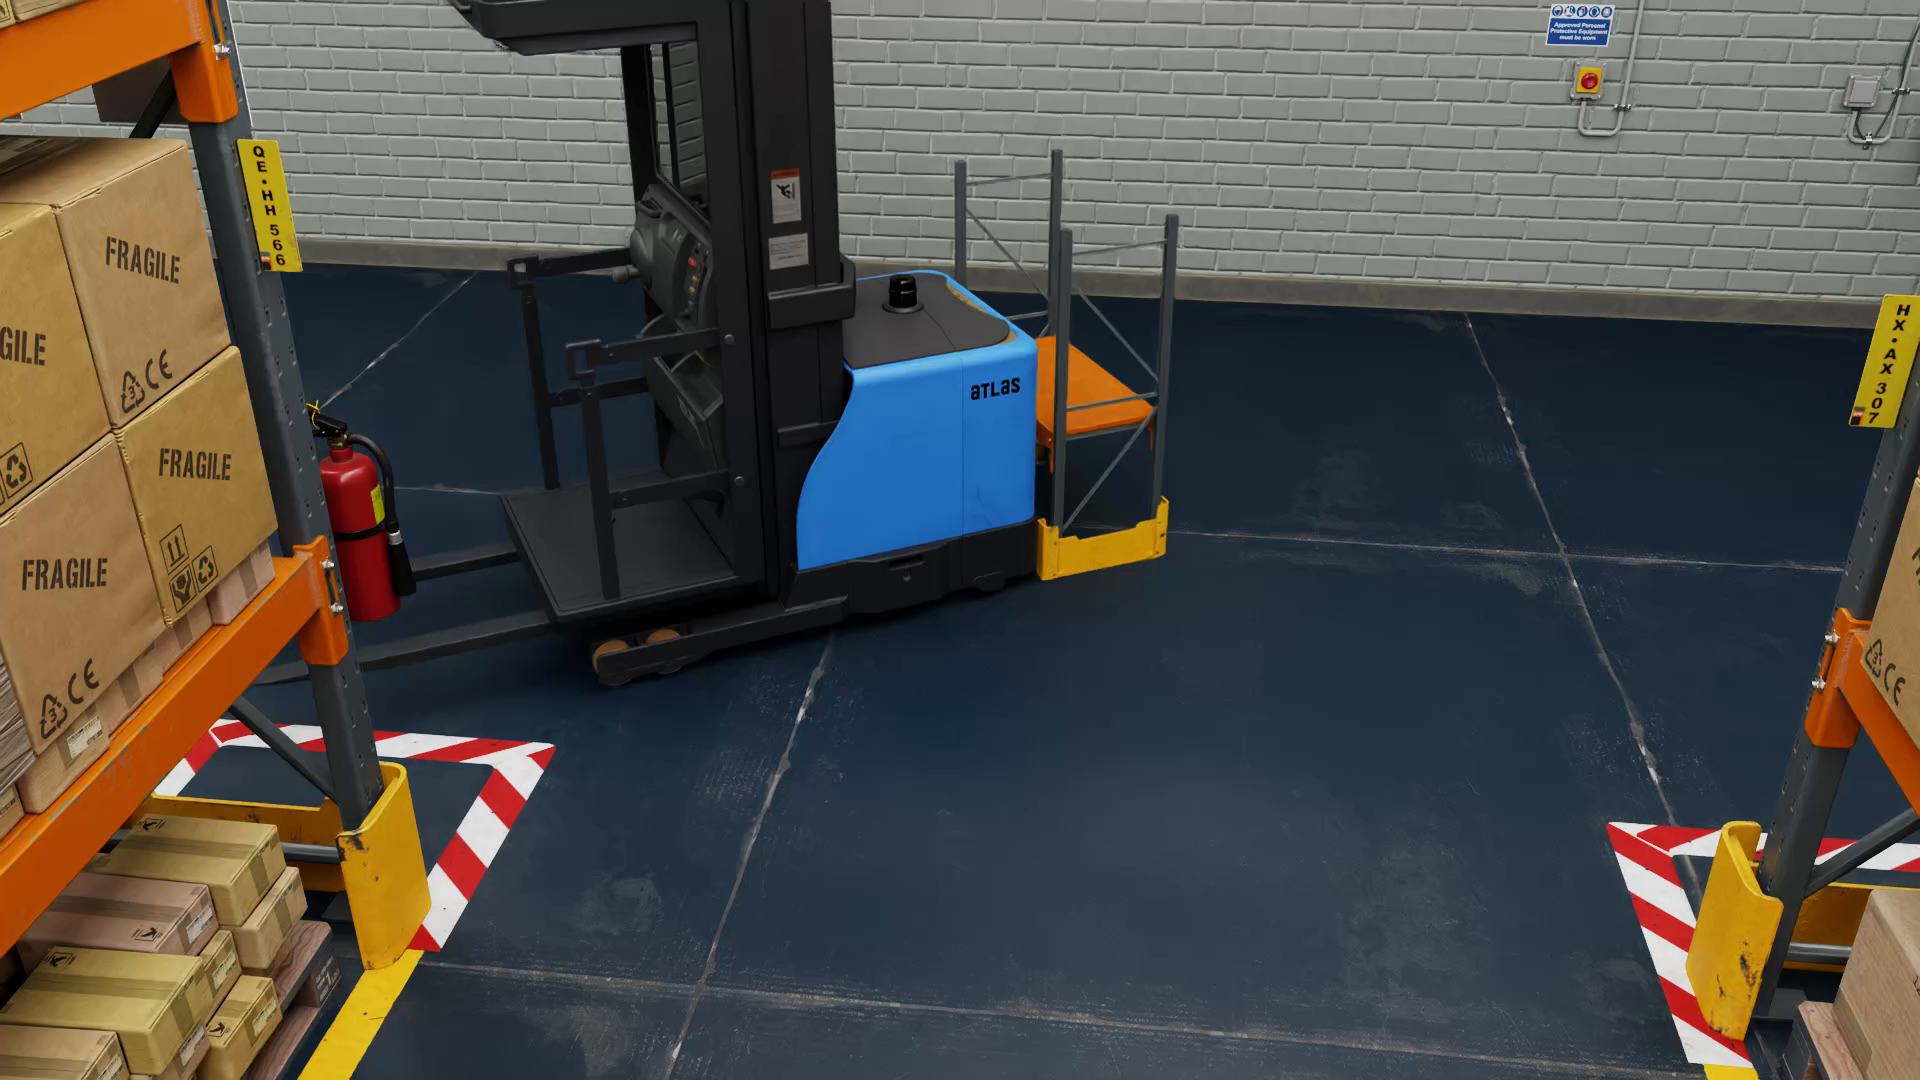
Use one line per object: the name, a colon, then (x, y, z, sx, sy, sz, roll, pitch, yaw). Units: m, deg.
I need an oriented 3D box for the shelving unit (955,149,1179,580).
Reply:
shelving unit: (0.407, -0.779, 7.114, 0.587, 1.500, 1.083, -11, 30, -20)

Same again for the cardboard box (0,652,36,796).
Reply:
cardboard box: (-2.141, 0.332, 3.052, 0.500, 0.500, 0.500, 3, 29, 6)

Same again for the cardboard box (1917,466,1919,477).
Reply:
cardboard box: (2.363, -0.235, 3.365, 0.500, 0.500, 0.500, 3, 28, 5)

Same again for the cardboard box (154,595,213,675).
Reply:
cardboard box: (-2.048, 0.195, 3.991, 0.380, 0.149, 0.250, 3, 28, 6)

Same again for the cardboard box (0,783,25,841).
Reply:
cardboard box: (-2.133, 0.557, 3.318, 0.380, 0.149, 0.250, 2, 28, 4)

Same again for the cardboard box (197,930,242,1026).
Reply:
cardboard box: (-2.088, 1.123, 4.251, 0.380, 0.149, 0.250, 3, 28, 5)

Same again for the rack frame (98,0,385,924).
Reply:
rack frame: (-2.221, -0.201, 4.460, 1.000, 3.000, 0.127, 3, 28, 6)

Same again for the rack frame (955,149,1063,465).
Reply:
rack frame: (0.213, -0.997, 7.518, 0.500, 1.500, 0.032, -11, 30, -20)

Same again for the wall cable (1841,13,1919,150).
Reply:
wall cable: (4.781, -2.987, 8.560, 0.588, 1.984, 0.122, 3, 28, 6)

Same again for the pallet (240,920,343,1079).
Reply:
pallet: (-2.365, 1.443, 4.349, 1.003, 0.211, 1.213, 3, 28, 6)

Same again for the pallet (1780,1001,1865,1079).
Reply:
pallet: (2.684, 1.648, 3.969, 1.003, 0.211, 1.213, 3, 28, 6)

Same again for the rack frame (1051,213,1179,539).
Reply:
rack frame: (0.609, -0.553, 6.694, 0.500, 1.500, 0.032, -11, 30, -20)

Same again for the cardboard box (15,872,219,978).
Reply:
cardboard box: (-2.122, 0.986, 4.192, 0.380, 0.149, 0.250, 4, 29, 7)

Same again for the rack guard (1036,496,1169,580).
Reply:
rack guard: (0.602, -0.011, 7.007, 0.587, 0.250, 0.087, -11, 30, -20)

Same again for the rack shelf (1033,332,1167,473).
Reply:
rack shelf: (0.411, -0.616, 7.192, 0.538, 0.185, 1.000, -11, 30, -20)

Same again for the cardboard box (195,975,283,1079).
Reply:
cardboard box: (-2.009, 1.256, 4.318, 0.380, 0.149, 0.250, 4, 29, 8)

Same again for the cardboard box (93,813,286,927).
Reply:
cardboard box: (-2.034, 0.871, 4.406, 0.380, 0.149, 0.250, 4, 29, 7)

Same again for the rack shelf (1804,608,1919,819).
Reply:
rack shelf: (2.459, 1.298, 2.437, 1.077, 0.370, 4.000, 3, 28, 6)

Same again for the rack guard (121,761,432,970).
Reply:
rack guard: (-2.230, 0.935, 4.986, 1.175, 0.500, 0.348, 3, 28, 6)

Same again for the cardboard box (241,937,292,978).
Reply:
cardboard box: (-2.078, 1.129, 4.554, 0.380, 0.149, 0.250, 4, 29, 7)

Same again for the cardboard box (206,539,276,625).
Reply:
cardboard box: (-1.980, 0.080, 4.204, 0.380, 0.149, 0.250, 3, 28, 6)

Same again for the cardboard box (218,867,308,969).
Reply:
cardboard box: (-2.002, 1.004, 4.474, 0.380, 0.149, 0.250, 3, 28, 5)

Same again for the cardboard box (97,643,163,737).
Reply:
cardboard box: (-2.064, 0.314, 3.770, 0.380, 0.149, 0.250, 3, 28, 6)

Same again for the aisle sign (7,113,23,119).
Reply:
aisle sign: (-2.509, -1.397, 3.940, 0.394, 0.787, 0.004, 3, 28, 6)

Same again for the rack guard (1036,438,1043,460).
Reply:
rack guard: (0.213, -0.446, 7.814, 0.587, 0.250, 0.087, -11, 30, -20)

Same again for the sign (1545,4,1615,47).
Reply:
sign: (3.332, -2.767, 8.938, 0.327, 0.218, 0.001, 3, 28, 6)

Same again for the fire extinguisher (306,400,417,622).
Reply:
fire extinguisher: (-1.732, -0.094, 4.737, 0.296, 0.674, 0.183, 3, 28, 6)

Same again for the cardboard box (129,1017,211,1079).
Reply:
cardboard box: (-2.064, 1.248, 4.020, 0.380, 0.149, 0.250, 2, 28, 4)

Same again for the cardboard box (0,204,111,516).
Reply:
cardboard box: (-2.092, -0.348, 3.259, 0.500, 0.500, 0.500, 2, 28, 4)

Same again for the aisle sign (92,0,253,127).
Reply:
aisle sign: (-1.914, -1.362, 3.875, 0.394, 0.787, 0.004, 3, 28, 6)

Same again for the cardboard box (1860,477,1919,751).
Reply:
cardboard box: (2.361, 0.205, 3.602, 0.500, 0.500, 0.500, 3, 28, 6)

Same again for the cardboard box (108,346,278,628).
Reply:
cardboard box: (-2.020, -0.149, 3.945, 0.500, 0.500, 0.500, 4, 29, 7)

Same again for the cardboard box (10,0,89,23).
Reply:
cardboard box: (-2.014, -1.226, 3.358, 0.500, 0.250, 0.500, 3, 28, 5)

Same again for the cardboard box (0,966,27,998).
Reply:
cardboard box: (-2.629, 1.096, 4.303, 0.380, 0.149, 0.250, 3, 28, 6)

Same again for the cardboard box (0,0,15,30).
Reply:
cardboard box: (-2.069, -0.985, 2.912, 0.500, 0.250, 0.500, 3, 28, 6)

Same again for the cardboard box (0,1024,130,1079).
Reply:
cardboard box: (-2.122, 1.234, 3.733, 0.380, 0.149, 0.250, 2, 28, 4)

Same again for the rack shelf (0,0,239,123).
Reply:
rack shelf: (-2.466, -0.263, 2.172, 1.077, 0.370, 4.000, 3, 28, 6)

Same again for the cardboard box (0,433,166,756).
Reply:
cardboard box: (-2.089, 0.093, 3.496, 0.500, 0.500, 0.500, 3, 28, 5)

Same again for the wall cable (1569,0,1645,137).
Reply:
wall cable: (3.372, -3.077, 8.695, 0.585, 1.953, 0.123, 3, 28, 6)

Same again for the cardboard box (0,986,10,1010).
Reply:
cardboard box: (-2.571, 1.216, 4.079, 0.380, 0.149, 0.250, 4, 29, 7)

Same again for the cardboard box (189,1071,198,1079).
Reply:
cardboard box: (-2.127, 1.376, 4.097, 0.380, 0.149, 0.250, 3, 28, 6)

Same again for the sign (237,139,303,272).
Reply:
sign: (-1.672, -0.808, 4.033, 0.100, 0.325, 0.005, 3, 28, 6)

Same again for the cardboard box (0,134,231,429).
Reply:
cardboard box: (-2.030, -0.586, 3.702, 0.500, 0.500, 0.500, 3, 28, 5)

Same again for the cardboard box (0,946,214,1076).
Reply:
cardboard box: (-2.028, 1.116, 3.952, 0.380, 0.149, 0.250, 3, 28, 5)

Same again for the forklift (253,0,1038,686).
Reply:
forklift: (-1.243, -1.030, 6.071, 3.031, 2.935, 1.130, -12, 31, -22)

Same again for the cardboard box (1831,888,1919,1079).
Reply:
cardboard box: (2.723, 1.299, 3.935, 0.875, 0.438, 0.875, 2, 28, 4)

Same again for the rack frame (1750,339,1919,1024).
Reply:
rack frame: (2.704, 0.039, 4.014, 1.000, 3.000, 0.127, 3, 28, 6)

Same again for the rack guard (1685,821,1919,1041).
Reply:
rack guard: (2.707, 1.129, 4.628, 1.175, 0.500, 0.348, 3, 28, 6)

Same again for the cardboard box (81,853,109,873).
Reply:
cardboard box: (-2.540, 0.970, 4.536, 0.380, 0.149, 0.250, 5, 29, 8)

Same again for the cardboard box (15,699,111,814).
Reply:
cardboard box: (-2.072, 0.435, 3.545, 0.380, 0.149, 0.250, 4, 29, 8)

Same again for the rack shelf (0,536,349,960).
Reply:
rack shelf: (-2.466, 1.057, 2.883, 1.077, 0.370, 4.000, 3, 28, 6)

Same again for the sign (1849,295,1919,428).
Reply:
sign: (2.154, -0.412, 3.855, 0.100, 0.325, 0.005, 3, 28, 6)

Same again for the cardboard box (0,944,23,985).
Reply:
cardboard box: (-2.537, 0.971, 4.220, 0.380, 0.149, 0.250, 4, 29, 7)
